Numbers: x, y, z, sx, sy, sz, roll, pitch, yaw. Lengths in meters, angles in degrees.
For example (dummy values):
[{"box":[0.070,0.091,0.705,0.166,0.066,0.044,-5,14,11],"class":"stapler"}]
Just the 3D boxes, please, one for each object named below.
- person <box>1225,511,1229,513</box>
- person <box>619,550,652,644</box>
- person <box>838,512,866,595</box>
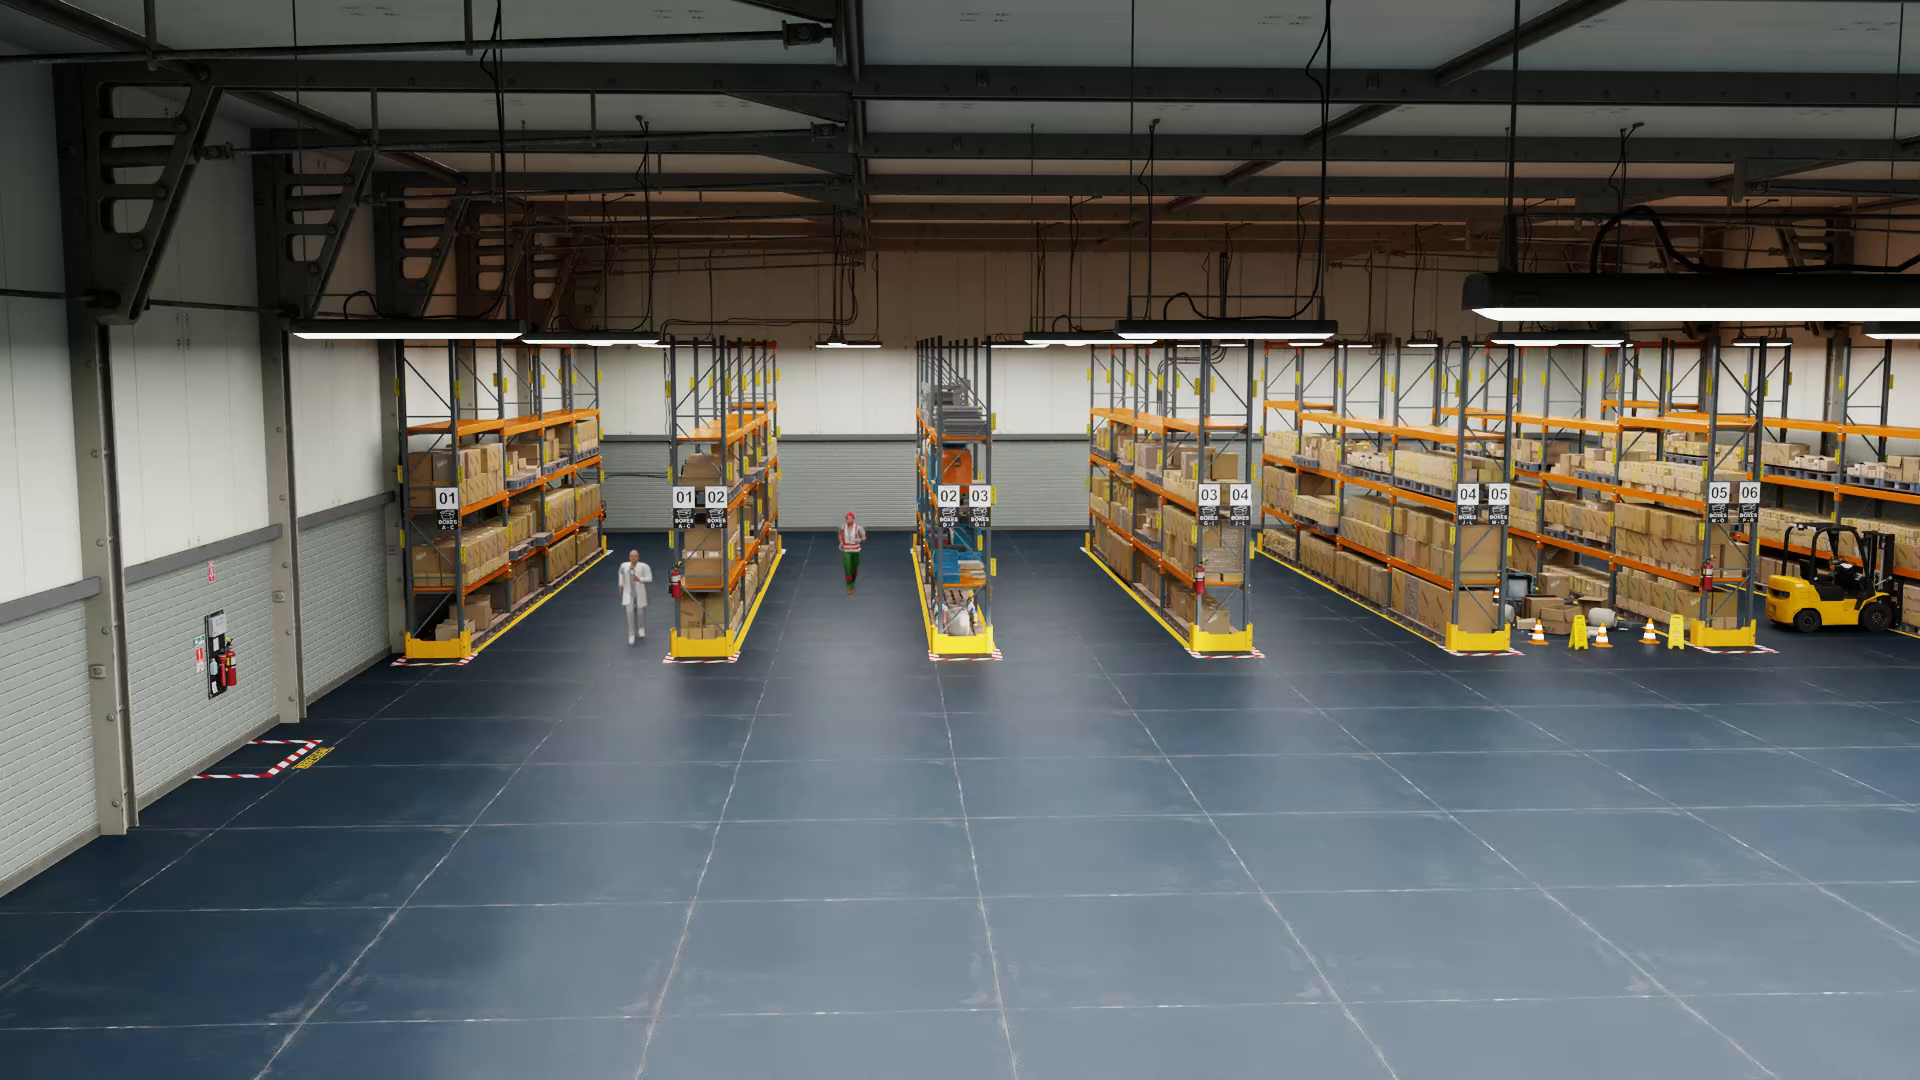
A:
[{"box":[6.988,-0.226,44.842,0.608,1.767,0.909,0,7,-4],"class":"person"},{"box":[-6.399,1.086,32.795,0.691,1.789,1.045,0,6,-3],"class":"person"},{"box":[-2.427,0.280,37.465,0.634,1.815,0.872,0,6,-2],"class":"person"}]
